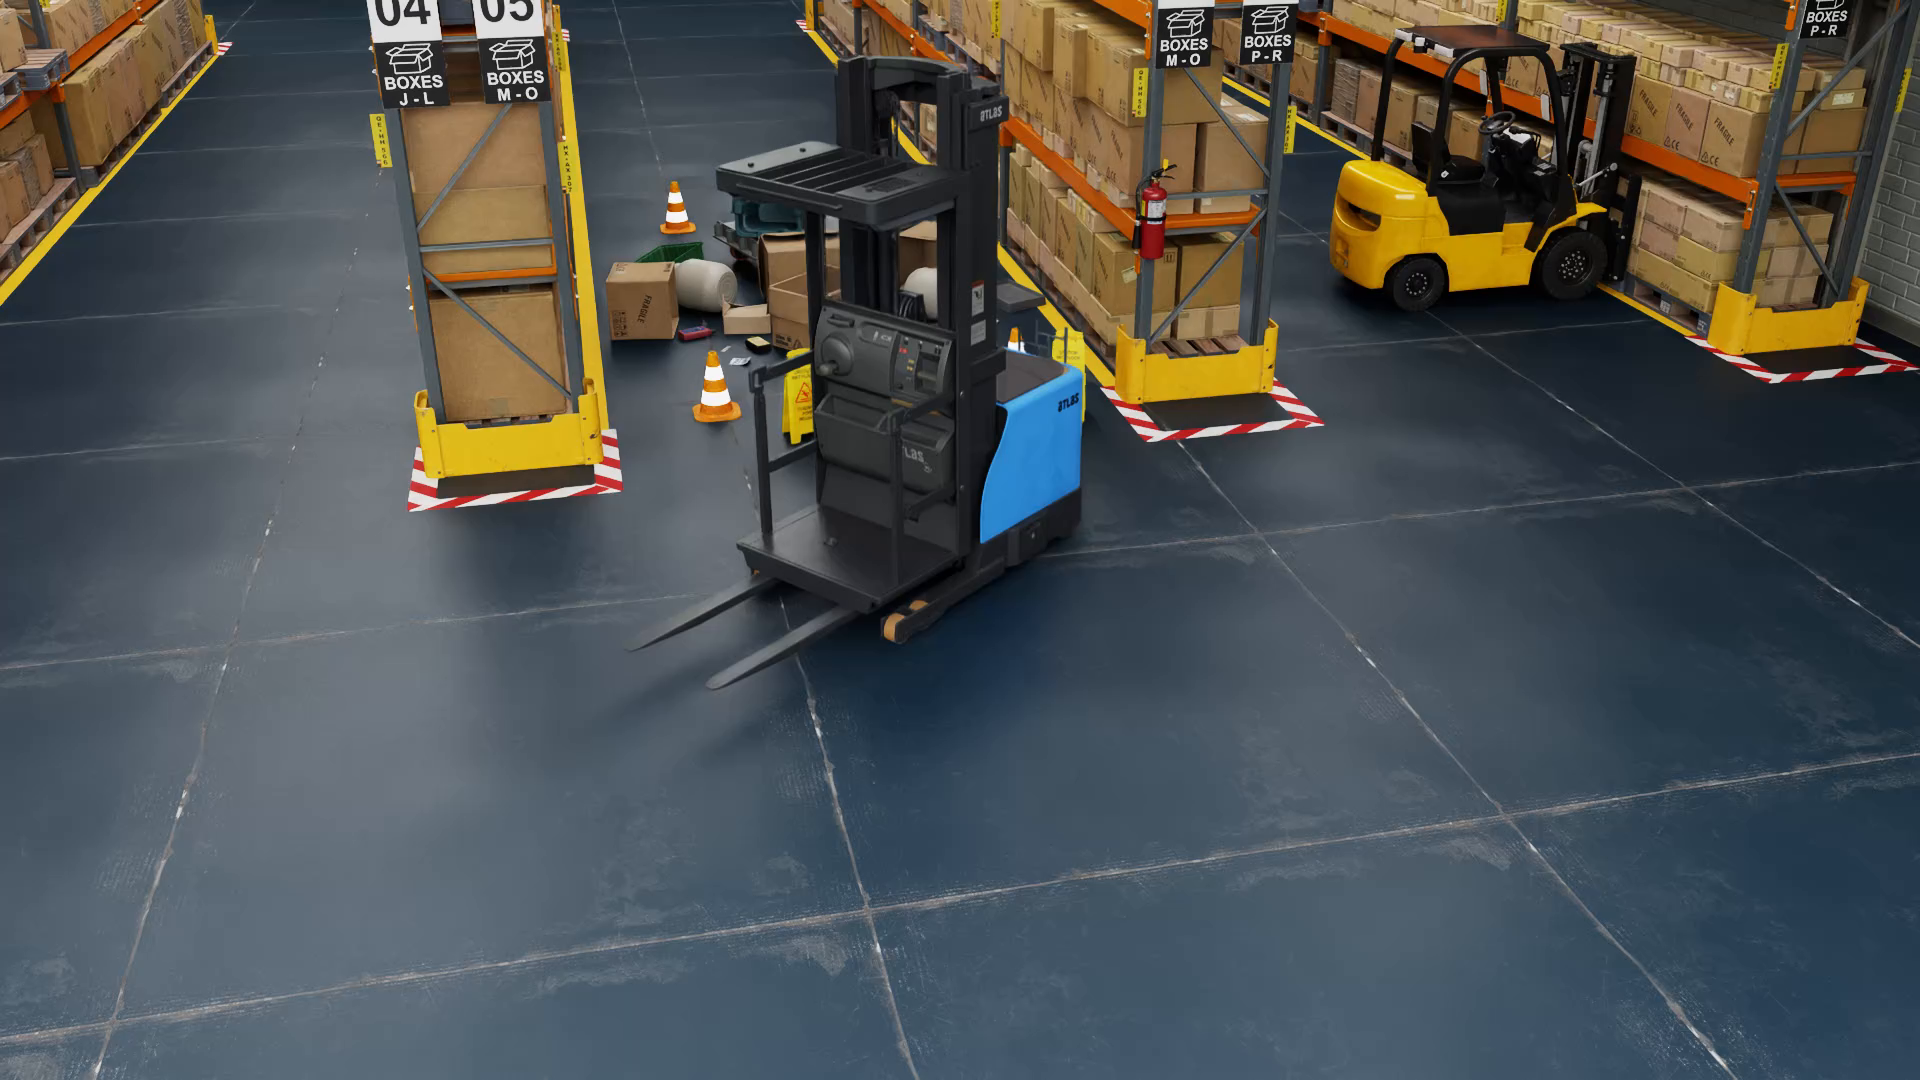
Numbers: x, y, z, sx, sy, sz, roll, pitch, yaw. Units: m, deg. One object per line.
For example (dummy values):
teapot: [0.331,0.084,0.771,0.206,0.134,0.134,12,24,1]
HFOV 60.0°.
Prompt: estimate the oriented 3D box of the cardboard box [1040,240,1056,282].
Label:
cardboard box: [0.993,-2.397,14.256,0.500,0.250,0.500,-6,27,-12]

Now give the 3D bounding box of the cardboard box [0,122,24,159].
cardboard box: [-9.377,-3.832,15.966,0.500,0.250,0.500,-3,27,-6]

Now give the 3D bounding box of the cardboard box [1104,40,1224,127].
cardboard box: [1.443,-3.259,11.828,0.700,0.500,0.500,-7,28,-13]

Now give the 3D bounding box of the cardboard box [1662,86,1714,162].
cardboard box: [6.132,-3.402,13.550,0.500,0.500,0.500,-5,27,-10]

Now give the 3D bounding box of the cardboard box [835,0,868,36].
cardboard box: [-1.374,-7.821,24.793,0.875,0.438,0.875,-5,27,-10]

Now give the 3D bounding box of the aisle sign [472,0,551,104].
aisle sign: [-2.721,-3.046,10.072,0.394,0.787,0.004,-6,27,-12]

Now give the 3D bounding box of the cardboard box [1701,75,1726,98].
cardboard box: [6.170,-3.627,13.275,0.380,0.149,0.250,-5,27,-11]

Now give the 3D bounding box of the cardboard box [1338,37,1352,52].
cardboard box: [4.956,-6.192,20.778,0.380,0.149,0.250,-5,27,-10]

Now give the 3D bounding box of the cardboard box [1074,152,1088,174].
cardboard box: [1.122,-3.018,13.180,0.380,0.149,0.250,-6,27,-12]

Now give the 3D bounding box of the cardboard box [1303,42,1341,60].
cardboard box: [4.445,-6.004,20.404,0.380,0.149,0.250,-7,28,-14]

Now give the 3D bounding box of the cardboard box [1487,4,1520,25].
cardboard box: [5.412,-5.157,16.307,0.380,0.149,0.250,-5,27,-10]

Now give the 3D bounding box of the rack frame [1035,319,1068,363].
rack frame: [0.564,-0.798,10.500,0.240,1.200,0.006,20,33,34]

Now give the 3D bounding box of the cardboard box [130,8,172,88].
cardboard box: [-10.659,-6.232,21.160,0.875,0.875,0.875,-6,27,-12]

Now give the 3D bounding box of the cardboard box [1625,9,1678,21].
cardboard box: [6.277,-4.720,15.112,0.380,0.149,0.250,-6,27,-13]

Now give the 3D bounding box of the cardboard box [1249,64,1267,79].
cardboard box: [4.140,-6.363,21.836,0.500,0.500,0.500,-7,28,-13]

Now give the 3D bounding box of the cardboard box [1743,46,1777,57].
cardboard box: [6.598,-3.918,13.523,0.380,0.149,0.250,-6,27,-11]

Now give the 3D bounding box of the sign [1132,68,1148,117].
sign: [1.226,-3.044,11.316,0.100,0.325,0.005,-6,27,-12]

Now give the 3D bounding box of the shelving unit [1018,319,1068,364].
shelving unit: [0.507,-0.766,10.436,0.258,1.200,0.189,20,33,34]

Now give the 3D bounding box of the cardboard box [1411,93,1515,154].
cardboard box: [5.409,-4.392,17.792,0.875,0.625,0.625,-6,27,-12]

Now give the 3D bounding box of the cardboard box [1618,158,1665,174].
cardboard box: [5.848,-3.183,14.704,0.500,0.250,0.500,-7,28,-13]

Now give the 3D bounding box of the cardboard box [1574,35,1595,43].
cardboard box: [5.707,-4.407,14.821,0.380,0.149,0.250,-6,27,-12]

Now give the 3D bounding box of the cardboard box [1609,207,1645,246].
cardboard box: [5.953,-2.750,14.400,0.500,0.250,0.500,-7,28,-13]

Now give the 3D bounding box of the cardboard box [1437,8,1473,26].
cardboard box: [5.222,-5.266,16.966,0.500,0.250,0.500,-7,28,-13]

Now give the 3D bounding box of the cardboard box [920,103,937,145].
cardboard box: [0.086,-4.711,18.705,0.950,0.372,0.625,-8,28,-15]

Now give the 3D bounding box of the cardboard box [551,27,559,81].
cardboard box: [-4.125,-4.610,15.943,0.500,0.500,0.500,-6,27,-11]

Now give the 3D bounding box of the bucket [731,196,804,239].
bucket: [-1.653,-3.034,14.879,0.726,0.611,0.620,3,17,6]

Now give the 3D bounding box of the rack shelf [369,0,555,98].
rack shelf: [-3.480,-3.783,11.885,1.077,0.370,4.000,-6,27,-12]

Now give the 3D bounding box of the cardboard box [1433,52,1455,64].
cardboard box: [5.218,-5.043,17.079,0.500,0.250,0.500,-6,27,-12]

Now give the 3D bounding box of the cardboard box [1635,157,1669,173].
cardboard box: [6.355,-3.241,14.818,0.500,0.250,0.500,-6,27,-13]

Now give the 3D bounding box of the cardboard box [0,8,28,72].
cardboard box: [-9.303,-4.704,15.663,0.700,0.500,0.500,-2,27,-4]

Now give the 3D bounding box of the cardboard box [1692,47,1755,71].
cardboard box: [6.165,-3.876,13.440,0.380,0.149,0.250,-6,27,-11]

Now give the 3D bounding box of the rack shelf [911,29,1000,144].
rack shelf: [0.419,-4.746,17.123,1.077,0.370,4.000,-6,27,-12]

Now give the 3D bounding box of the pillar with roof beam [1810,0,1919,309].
pillar with roof beam: [3.133,-5.578,11.314,9.100,9.000,0.400,-6,27,-12]

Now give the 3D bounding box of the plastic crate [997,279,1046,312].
plastic crate: [0.425,-2.114,14.349,0.402,0.080,0.583,-16,31,-29]

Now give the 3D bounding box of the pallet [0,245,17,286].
pallet: [-8.962,-2.280,14.533,1.003,0.211,1.213,-6,27,-12]

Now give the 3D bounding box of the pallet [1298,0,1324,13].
pallet: [4.582,-6.656,20.321,1.213,0.211,1.003,-6,27,-12]

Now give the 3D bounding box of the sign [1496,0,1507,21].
sign: [5.178,-5.117,15.863,0.100,0.325,0.005,-6,27,-12]

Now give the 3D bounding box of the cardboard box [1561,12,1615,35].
cardboard box: [5.659,-4.652,14.977,0.380,0.149,0.250,-5,27,-10]

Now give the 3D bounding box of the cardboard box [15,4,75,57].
cardboard box: [-9.531,-5.225,17.162,0.500,0.500,0.500,-5,27,-10]

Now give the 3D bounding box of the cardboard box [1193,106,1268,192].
cardboard box: [1.935,-2.847,12.121,0.500,0.500,0.500,-6,27,-12]

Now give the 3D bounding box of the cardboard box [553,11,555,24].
cardboard box: [-5.974,-7.435,23.689,0.380,0.149,0.250,-5,27,-10]

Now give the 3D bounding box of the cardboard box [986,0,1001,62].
cardboard box: [0.542,-4.734,15.393,0.500,0.500,0.500,-6,27,-13]

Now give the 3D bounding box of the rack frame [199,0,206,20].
rack frame: [-11.490,-8.451,23.665,1.000,3.000,0.127,-6,27,-12]

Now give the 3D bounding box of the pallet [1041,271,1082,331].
pallet: [1.334,-2.117,14.210,1.003,0.211,1.213,-6,27,-12]

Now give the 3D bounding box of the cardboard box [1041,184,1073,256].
cardboard box: [0.987,-2.736,14.096,0.500,0.500,0.500,-5,27,-9]

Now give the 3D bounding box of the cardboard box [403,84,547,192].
cardboard box: [-3.075,-2.602,10.712,0.875,0.550,0.550,-6,27,-12]

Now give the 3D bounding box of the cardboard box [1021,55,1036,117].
cardboard box: [0.833,-3.928,14.261,0.500,0.500,0.500,-6,27,-12]

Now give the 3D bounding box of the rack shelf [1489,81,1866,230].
rack shelf: [6.156,-3.496,14.646,1.077,0.370,4.000,-6,27,-12]

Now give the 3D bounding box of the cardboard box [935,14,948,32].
cardboard box: [-0.050,-5.484,17.599,0.380,0.149,0.250,-6,27,-11]

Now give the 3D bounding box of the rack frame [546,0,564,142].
rack frame: [-4.832,-5.399,17.617,1.000,3.000,0.127,-6,27,-12]

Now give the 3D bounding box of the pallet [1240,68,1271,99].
pallet: [4.401,-6.073,22.047,1.003,0.211,1.213,-6,27,-12]

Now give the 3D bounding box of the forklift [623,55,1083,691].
forklift: [-0.556,-0.991,8.961,1.130,2.935,3.031,20,33,34]

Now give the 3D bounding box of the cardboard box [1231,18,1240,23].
cardboard box: [3.930,-7.159,22.692,0.380,0.149,0.250,-7,28,-14]

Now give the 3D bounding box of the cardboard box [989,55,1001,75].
cardboard box: [0.485,-4.463,15.576,0.380,0.149,0.250,-6,27,-11]

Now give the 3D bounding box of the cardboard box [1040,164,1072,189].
cardboard box: [0.890,-3.083,14.063,0.380,0.149,0.250,-4,27,-9]
